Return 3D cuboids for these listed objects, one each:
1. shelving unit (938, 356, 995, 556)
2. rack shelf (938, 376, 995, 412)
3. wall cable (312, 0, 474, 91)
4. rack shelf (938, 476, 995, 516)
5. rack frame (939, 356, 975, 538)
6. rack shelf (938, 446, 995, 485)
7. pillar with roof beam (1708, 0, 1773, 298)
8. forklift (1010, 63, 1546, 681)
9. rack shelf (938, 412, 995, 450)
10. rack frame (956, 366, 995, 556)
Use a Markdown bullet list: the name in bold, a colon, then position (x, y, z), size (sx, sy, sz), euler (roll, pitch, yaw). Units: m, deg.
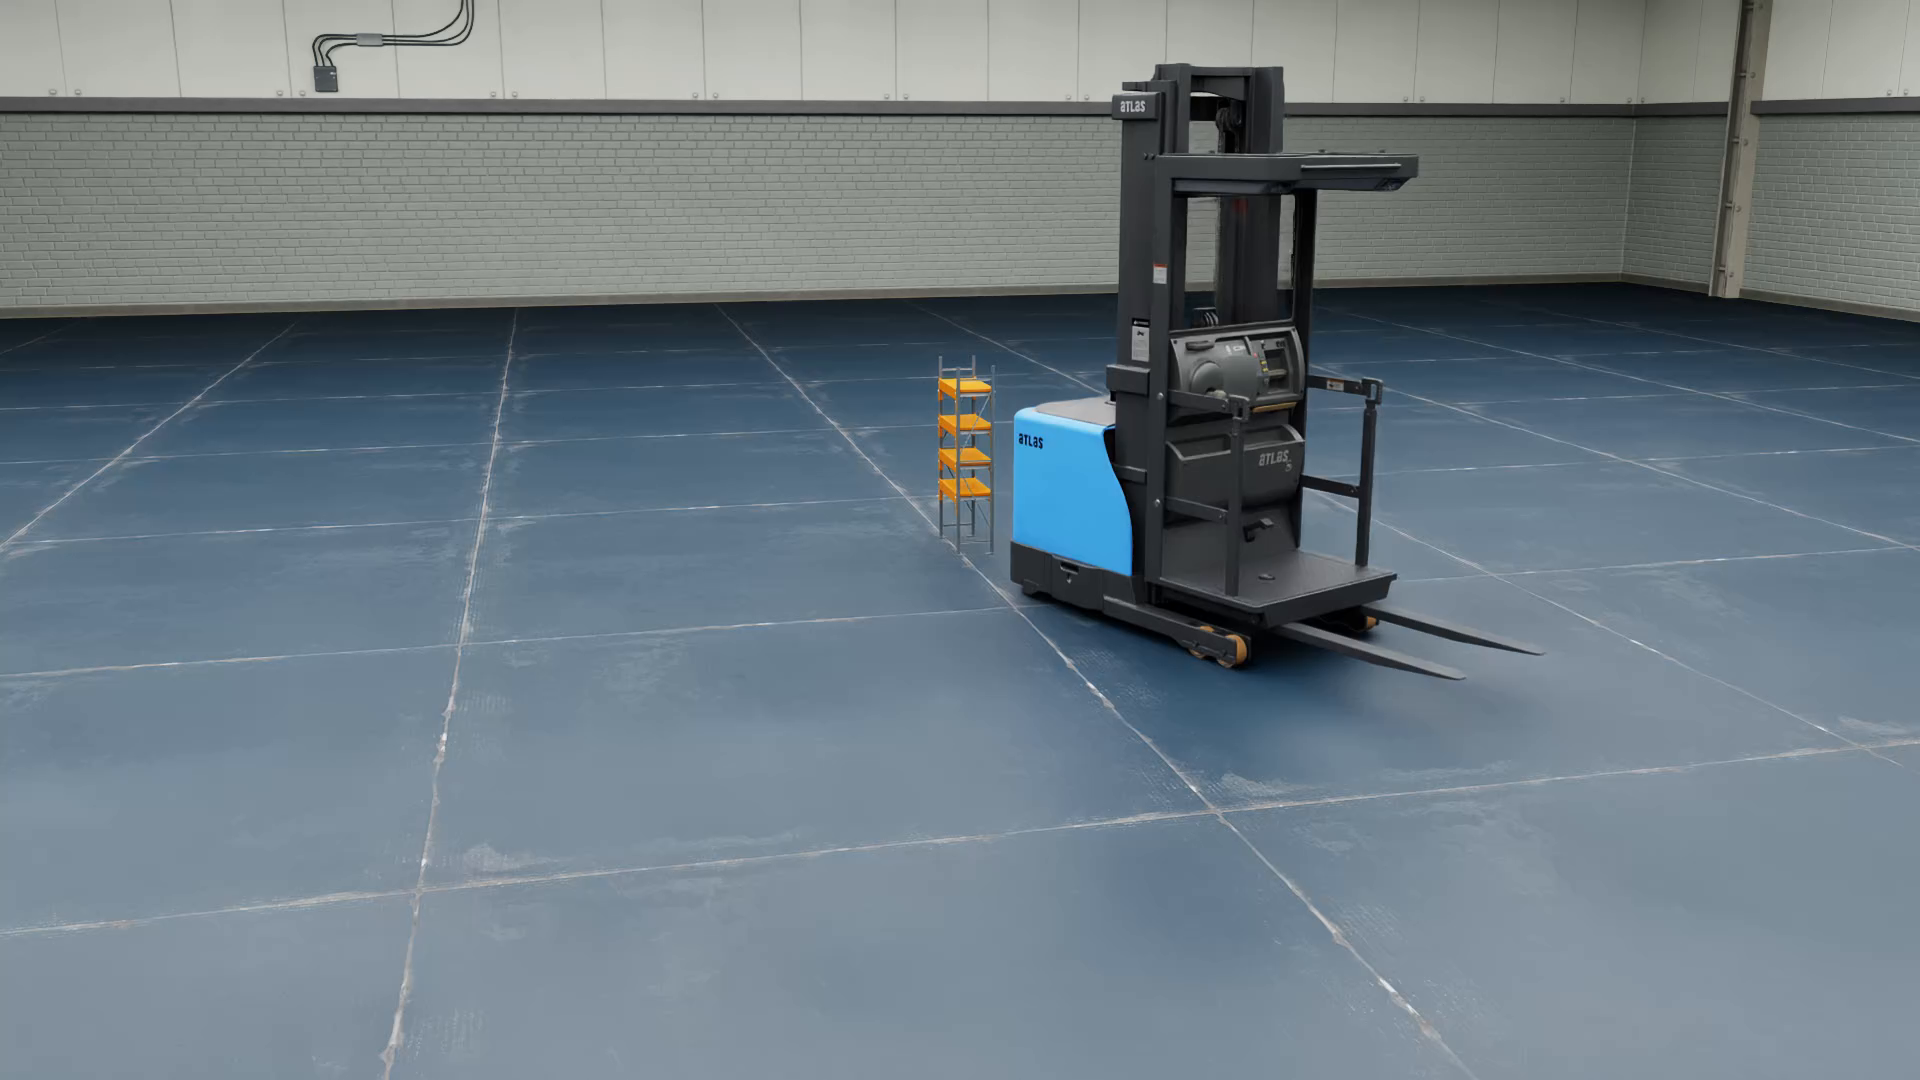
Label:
- **shelving unit**: position (0.039, -0.545, 10.628), size (0.258, 1.200, 0.503), euler (-3, 14, -13)
- **rack shelf**: position (0.039, -0.926, 10.535), size (0.258, 0.148, 0.480), euler (-3, 14, -13)
- **wall cable**: position (-8.279, -9.530, 23.807), size (2.305, 6.003, 0.169), euler (-3, 14, -13)
- **rack shelf**: position (0.039, -0.286, 10.691), size (0.258, 0.148, 0.480), euler (-3, 14, -13)
- **rack frame**: position (-0.018, -0.601, 10.859), size (0.240, 1.200, 0.015), euler (-3, 14, -13)
- **rack shelf**: position (0.039, -0.479, 10.644), size (0.258, 0.148, 0.480), euler (-3, 14, -13)
- **pillar with roof beam**: position (8.330, -8.115, 25.181), size (9.100, 9.000, 0.400), euler (-3, 14, -13)
- **forklift**: position (1.583, -0.918, 8.508), size (1.130, 2.935, 3.031), euler (-10, 17, -36)
- **rack shelf**: position (0.039, -0.697, 10.591), size (0.258, 0.148, 0.480), euler (-3, 14, -13)
- **rack frame**: position (0.096, -0.488, 10.398), size (0.240, 1.200, 0.015), euler (-3, 14, -13)
